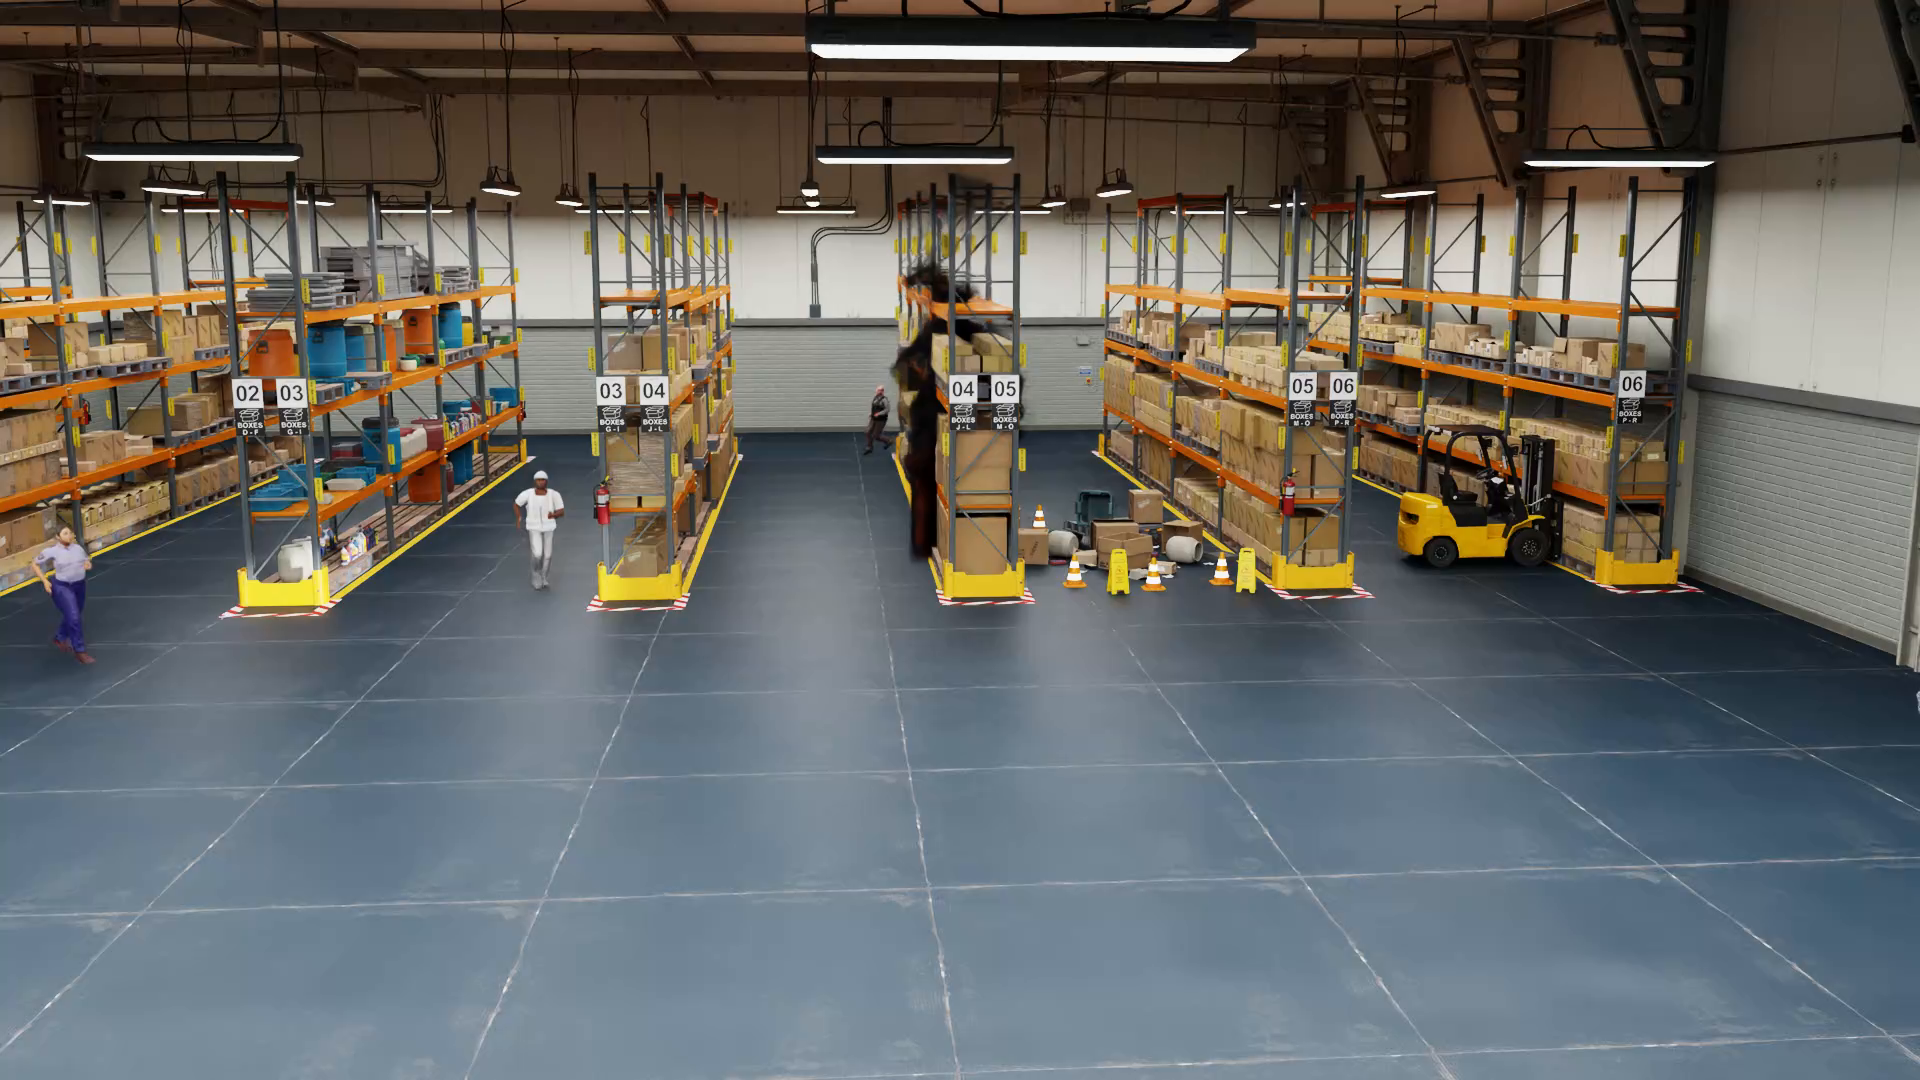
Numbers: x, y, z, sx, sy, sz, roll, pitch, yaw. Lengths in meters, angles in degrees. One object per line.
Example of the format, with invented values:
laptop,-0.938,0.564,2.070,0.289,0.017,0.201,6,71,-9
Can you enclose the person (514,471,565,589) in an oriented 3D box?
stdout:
person,-6.161,-0.148,24.466,0.692,1.737,0.660,-4,11,-22

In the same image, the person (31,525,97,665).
person,-10.866,0.644,20.271,0.873,1.680,0.594,4,11,22

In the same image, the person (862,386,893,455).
person,-1.930,-2.905,40.410,0.790,1.692,0.699,-7,12,-36
